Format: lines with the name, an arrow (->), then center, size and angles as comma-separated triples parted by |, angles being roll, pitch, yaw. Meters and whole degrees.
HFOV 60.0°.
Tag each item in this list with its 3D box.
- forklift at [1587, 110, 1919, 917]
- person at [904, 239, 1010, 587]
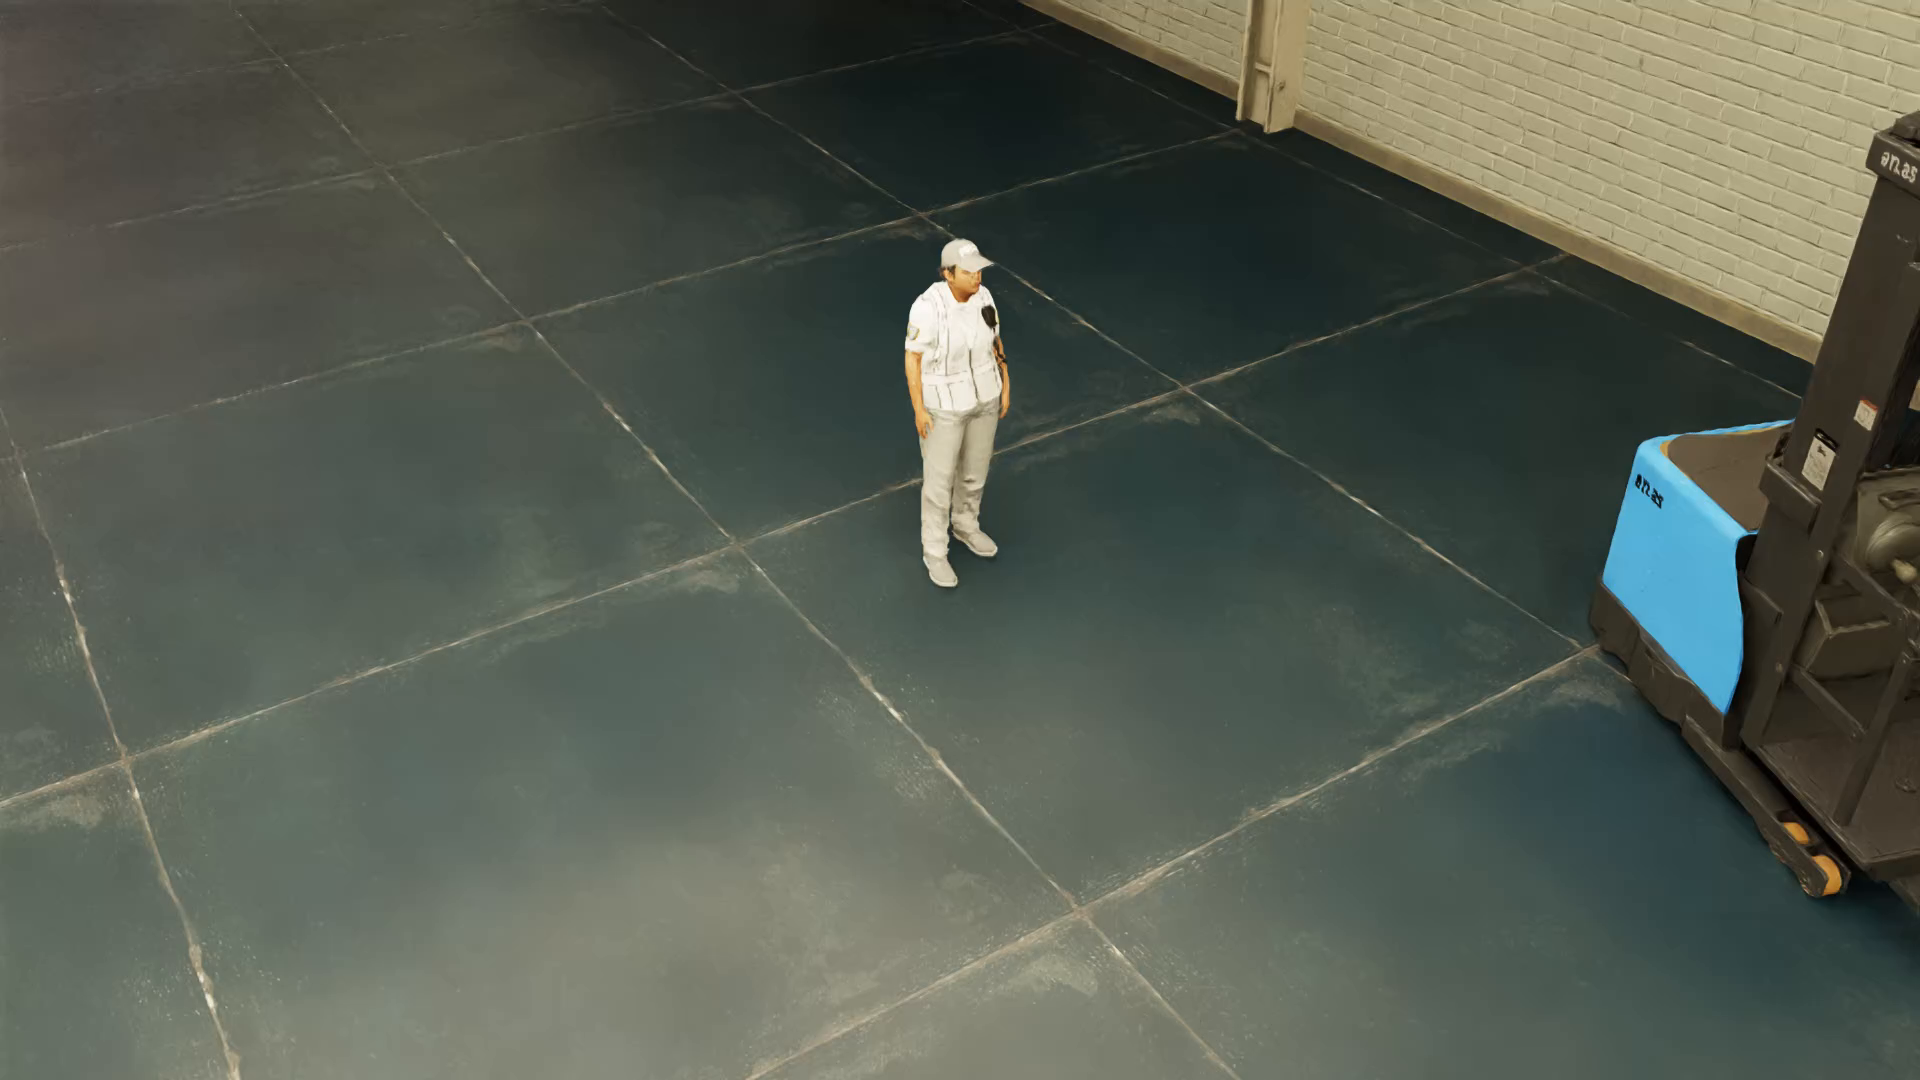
forklift -> 3.861, -0.014, 6.167 | 1.130, 2.935, 3.031 | -8, 36, -11
person -> 0.023, -0.644, 8.151 | 0.598, 1.669, 0.529 | -21, 40, -27
